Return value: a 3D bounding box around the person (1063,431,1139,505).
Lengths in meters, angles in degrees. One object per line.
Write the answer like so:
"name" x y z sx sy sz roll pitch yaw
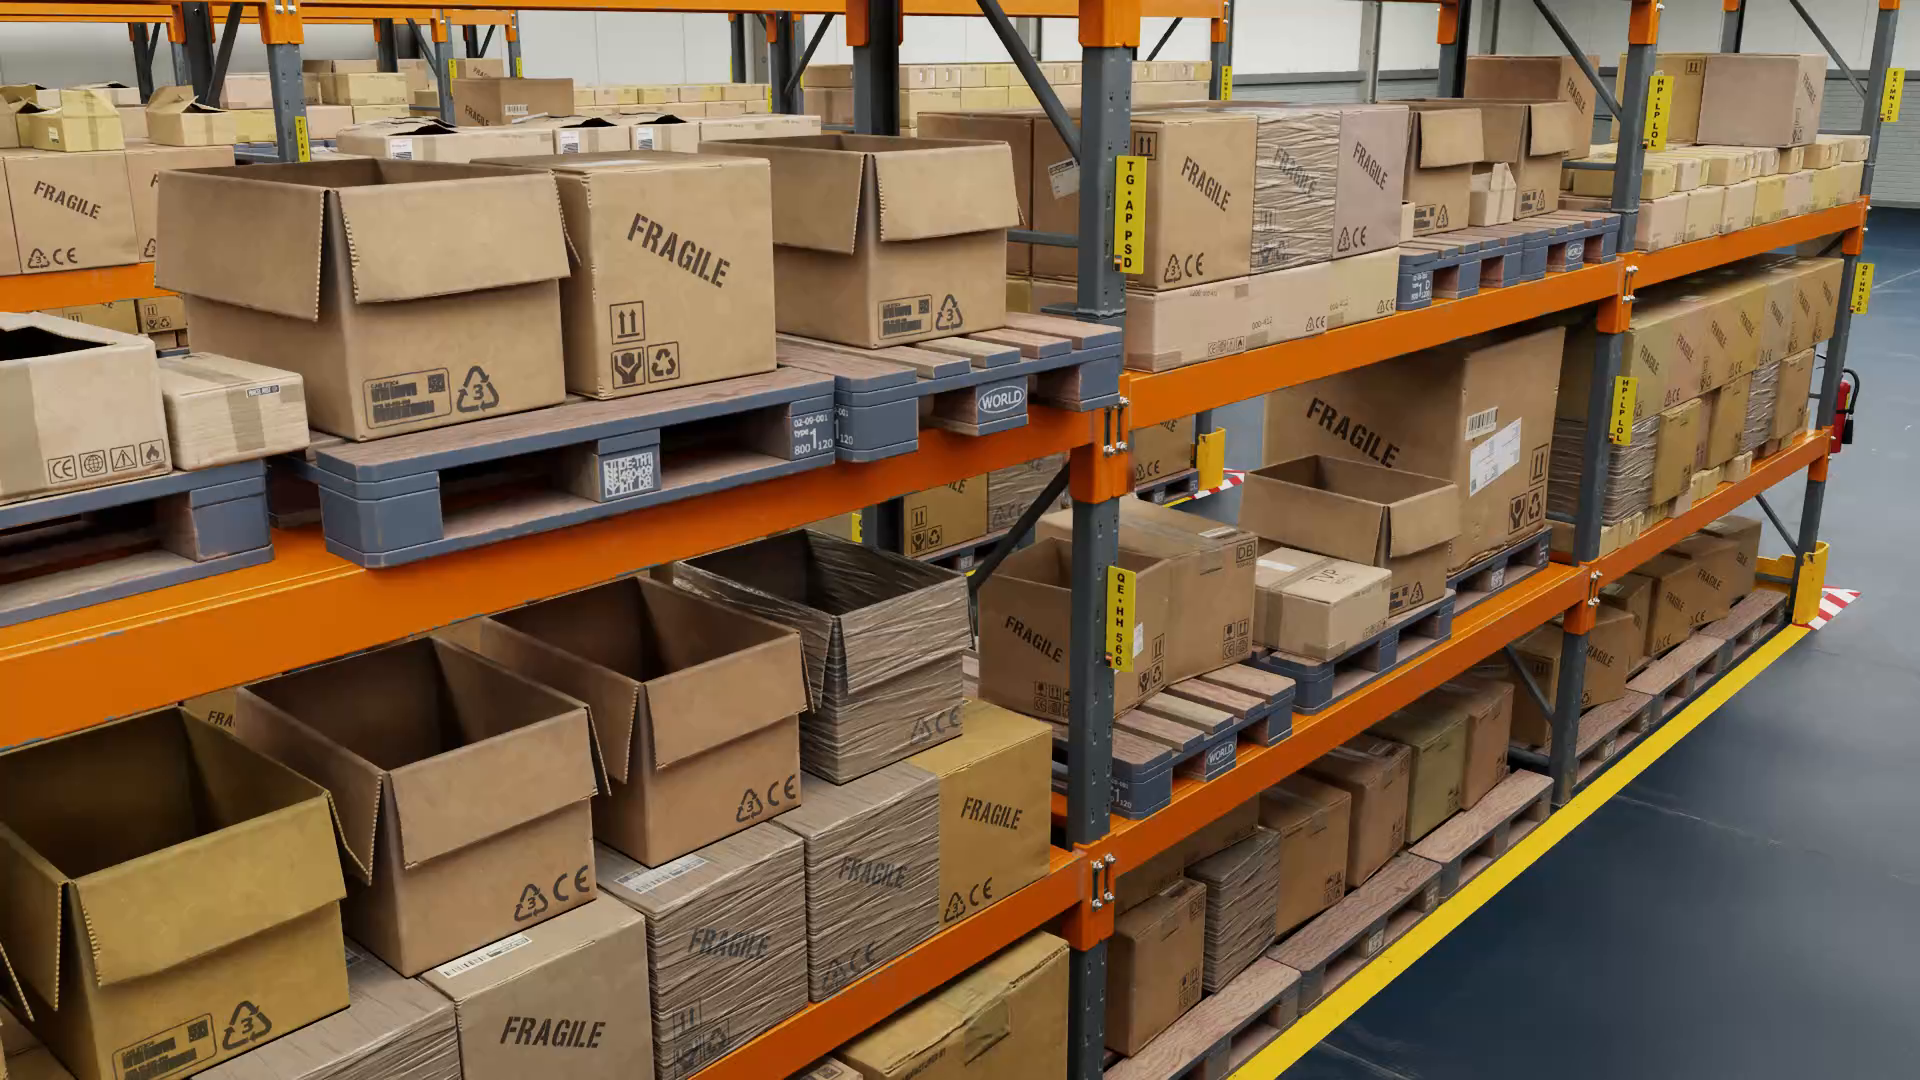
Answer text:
"person" 0.927 -0.331 11.034 0.500 1.787 0.566 -10 19 -29
